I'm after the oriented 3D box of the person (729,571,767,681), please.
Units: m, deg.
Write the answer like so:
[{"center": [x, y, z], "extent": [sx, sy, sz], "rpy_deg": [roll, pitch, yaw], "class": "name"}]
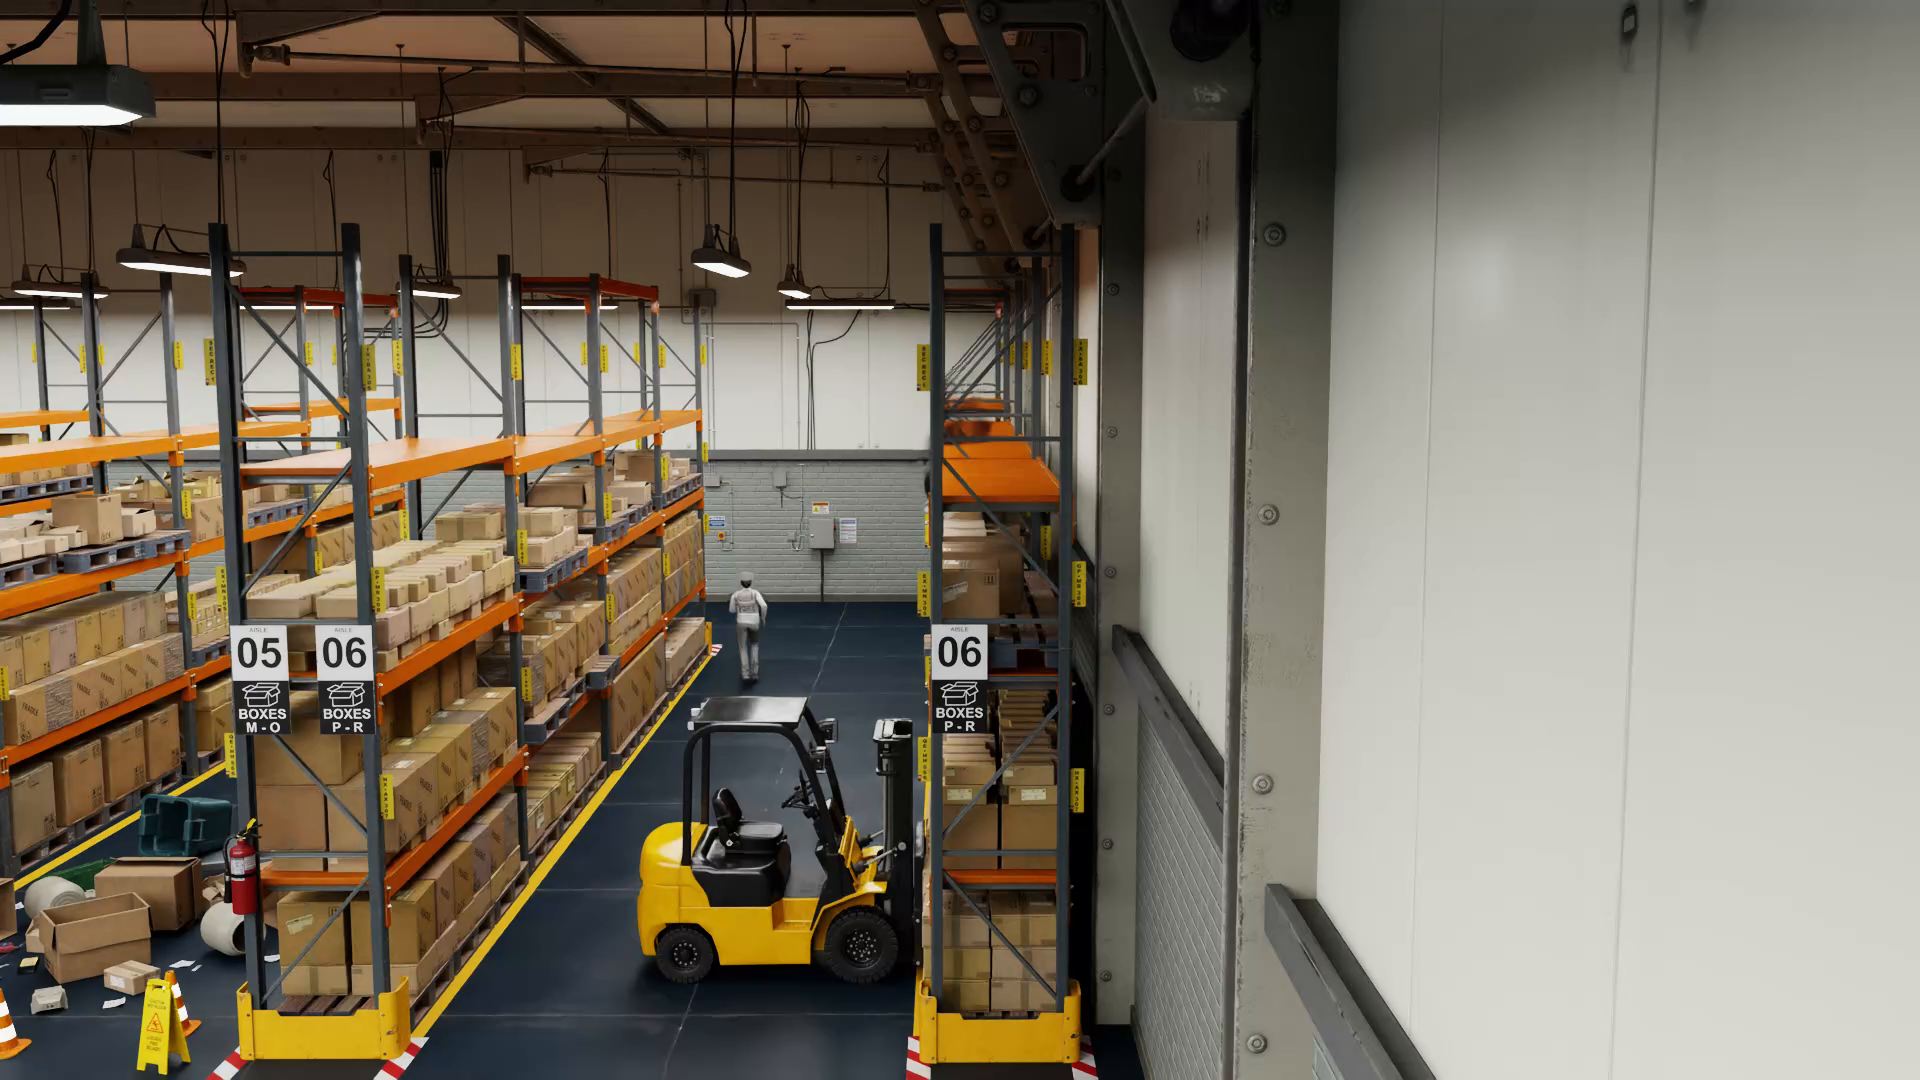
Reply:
[{"center": [-3.254, 1.352, 25.546], "extent": [0.578, 1.753, 0.733], "rpy_deg": [-1, 7, -9], "class": "person"}]
